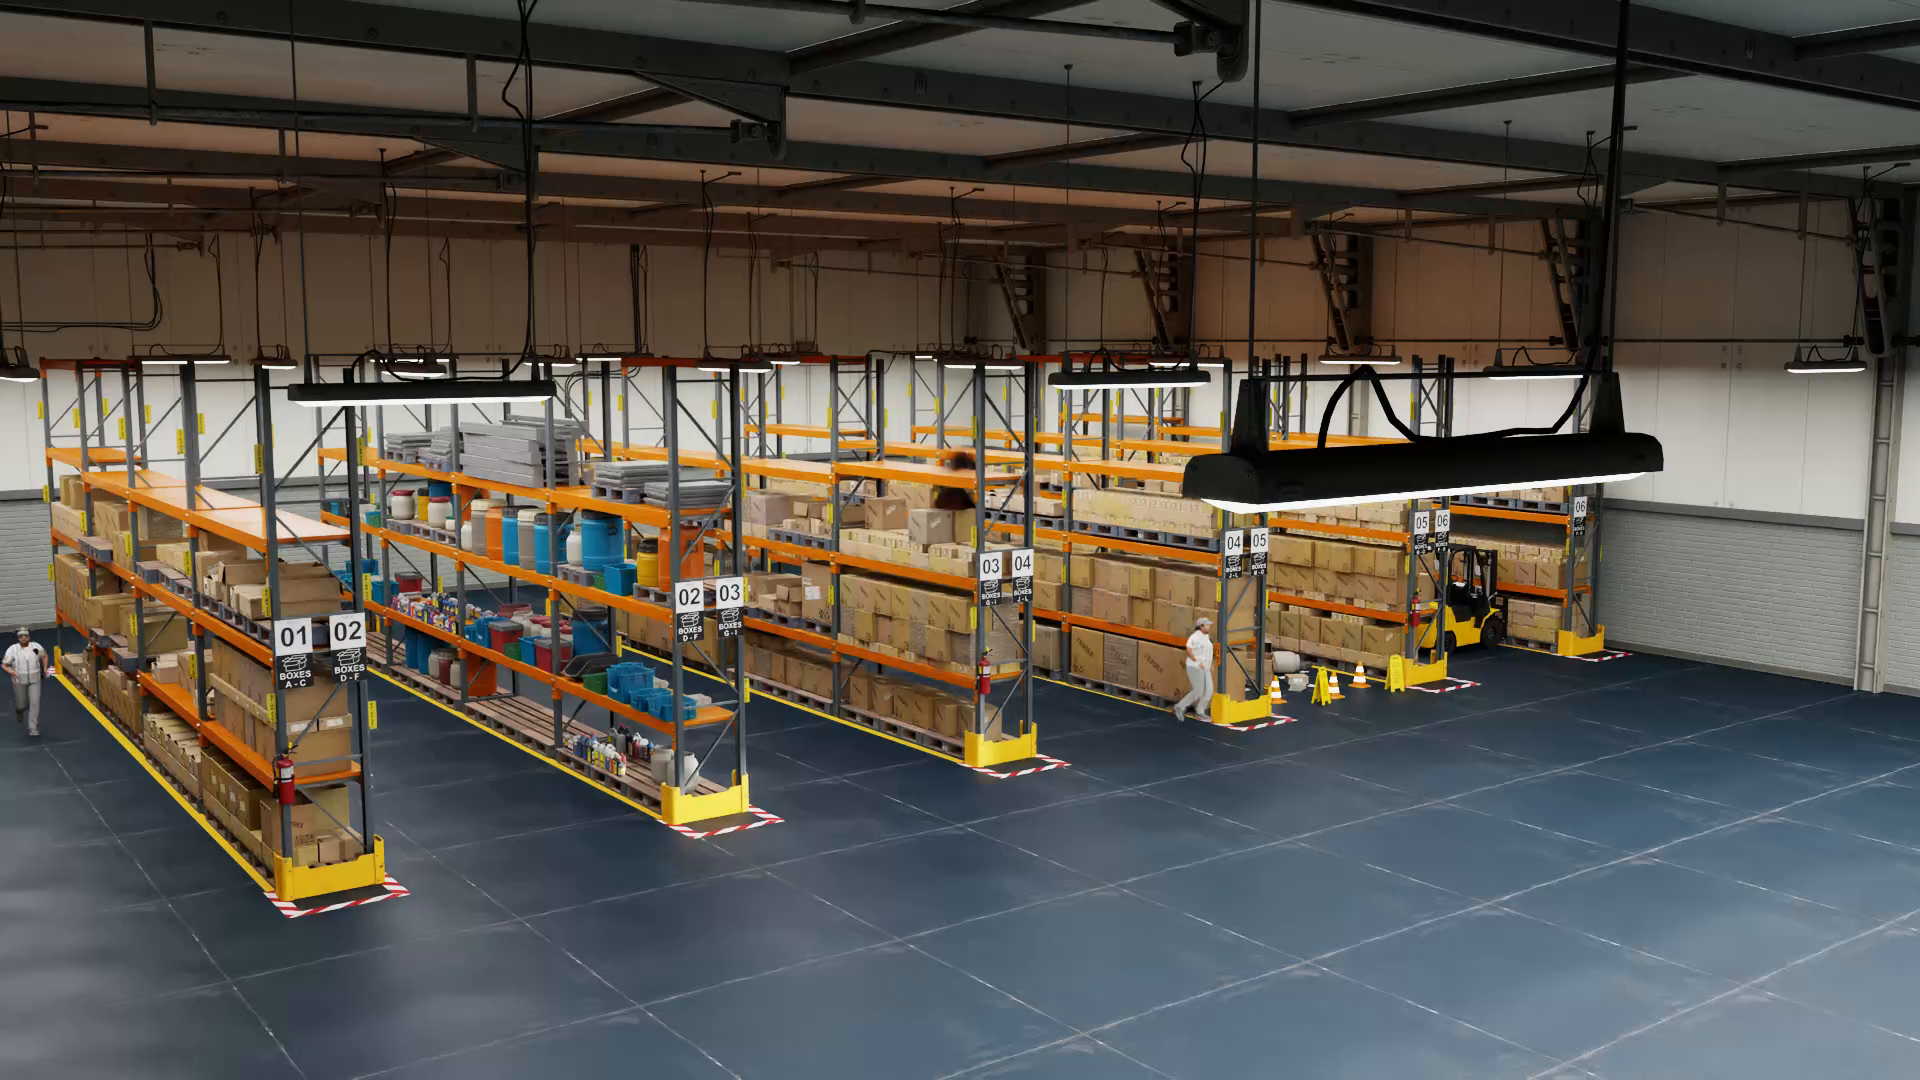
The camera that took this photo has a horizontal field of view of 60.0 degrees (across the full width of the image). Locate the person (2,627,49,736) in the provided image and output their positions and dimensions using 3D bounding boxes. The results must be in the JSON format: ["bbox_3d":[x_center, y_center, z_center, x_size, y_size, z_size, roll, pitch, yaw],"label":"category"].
[{"bbox_3d":[-15.022,2.258,26.802,0.677,1.749,0.926,-5,9,-37],"label":"person"}]

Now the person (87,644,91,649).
[{"bbox_3d":[-17.012,1.510,33.064,0.794,1.834,0.697,-1,7,-10],"label":"person"}]

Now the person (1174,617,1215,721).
[{"bbox_3d":[3.835,2.068,26.726,0.611,1.662,0.648,4,8,30],"label":"person"}]

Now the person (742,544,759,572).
[{"bbox_3d":[-5.286,0.423,42.190,0.667,1.731,0.581,5,8,34],"label":"person"}]
